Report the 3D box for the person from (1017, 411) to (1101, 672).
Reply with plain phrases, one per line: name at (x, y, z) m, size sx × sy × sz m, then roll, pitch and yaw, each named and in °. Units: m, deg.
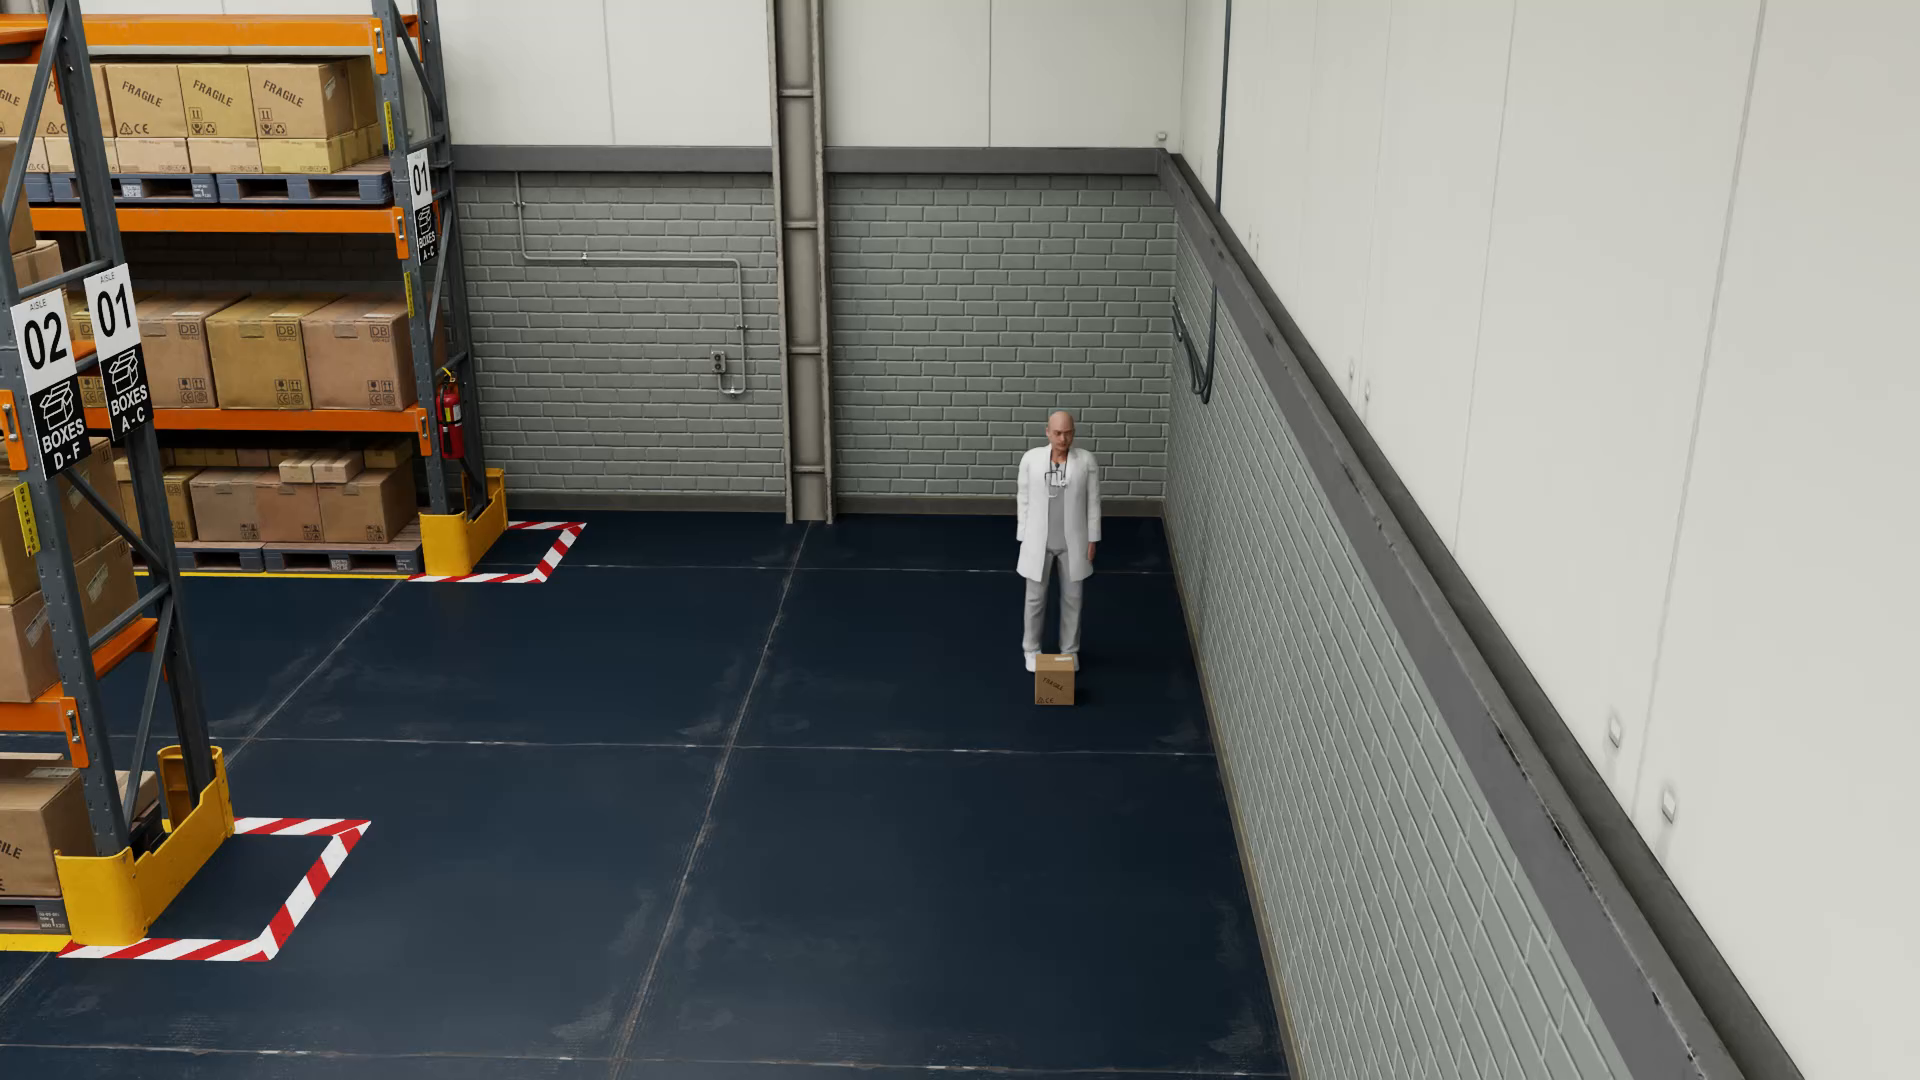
person at (0.657, 0.016, 11.062) m, size 0.564 × 1.778 × 0.380 m, roll 1°, pitch 21°, yaw 3°
